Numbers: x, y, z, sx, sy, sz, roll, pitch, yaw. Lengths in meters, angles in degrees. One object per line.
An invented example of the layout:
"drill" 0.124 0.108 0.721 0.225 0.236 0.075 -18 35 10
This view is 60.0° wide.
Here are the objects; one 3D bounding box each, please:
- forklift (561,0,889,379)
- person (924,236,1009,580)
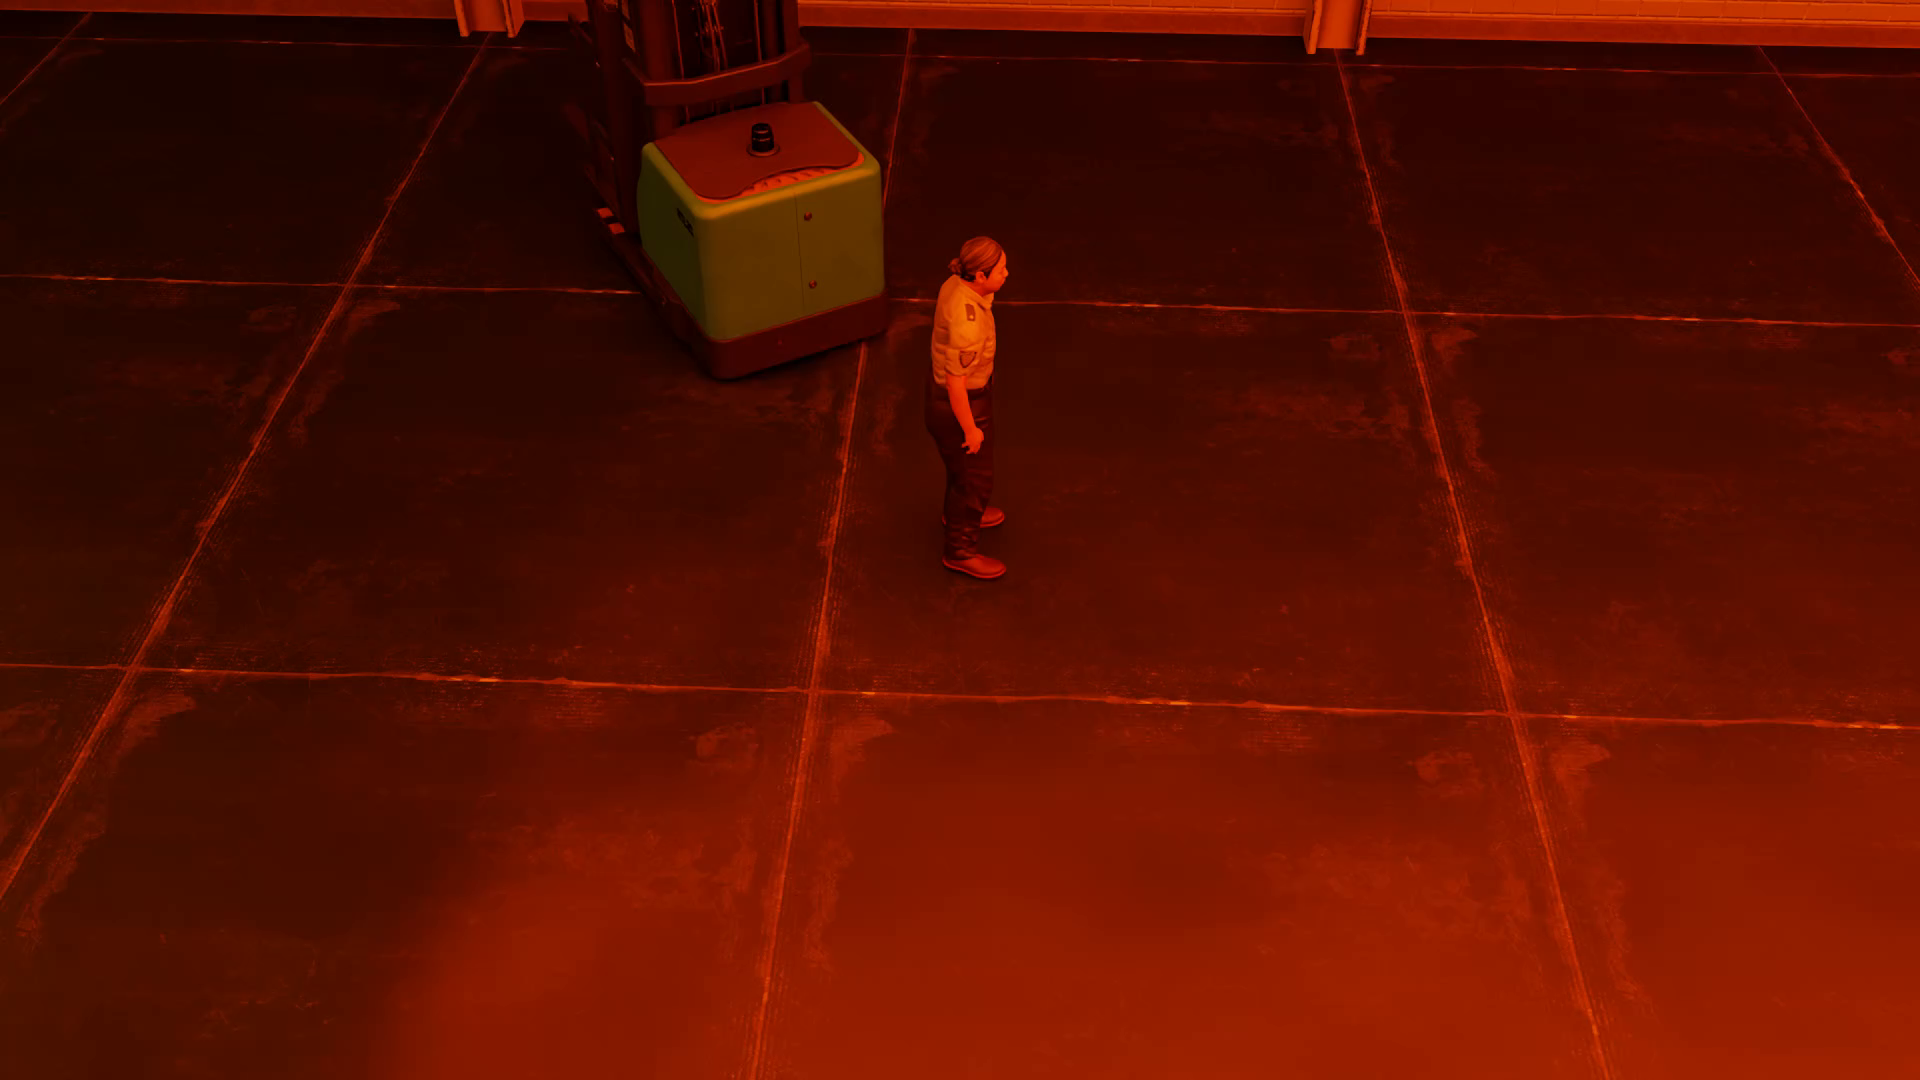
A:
"forklift" -1.532 -2.913 8.934 1.130 2.935 3.031 -20 46 -21
"person" 0.029 -0.607 7.358 0.373 1.651 0.546 0 42 0
